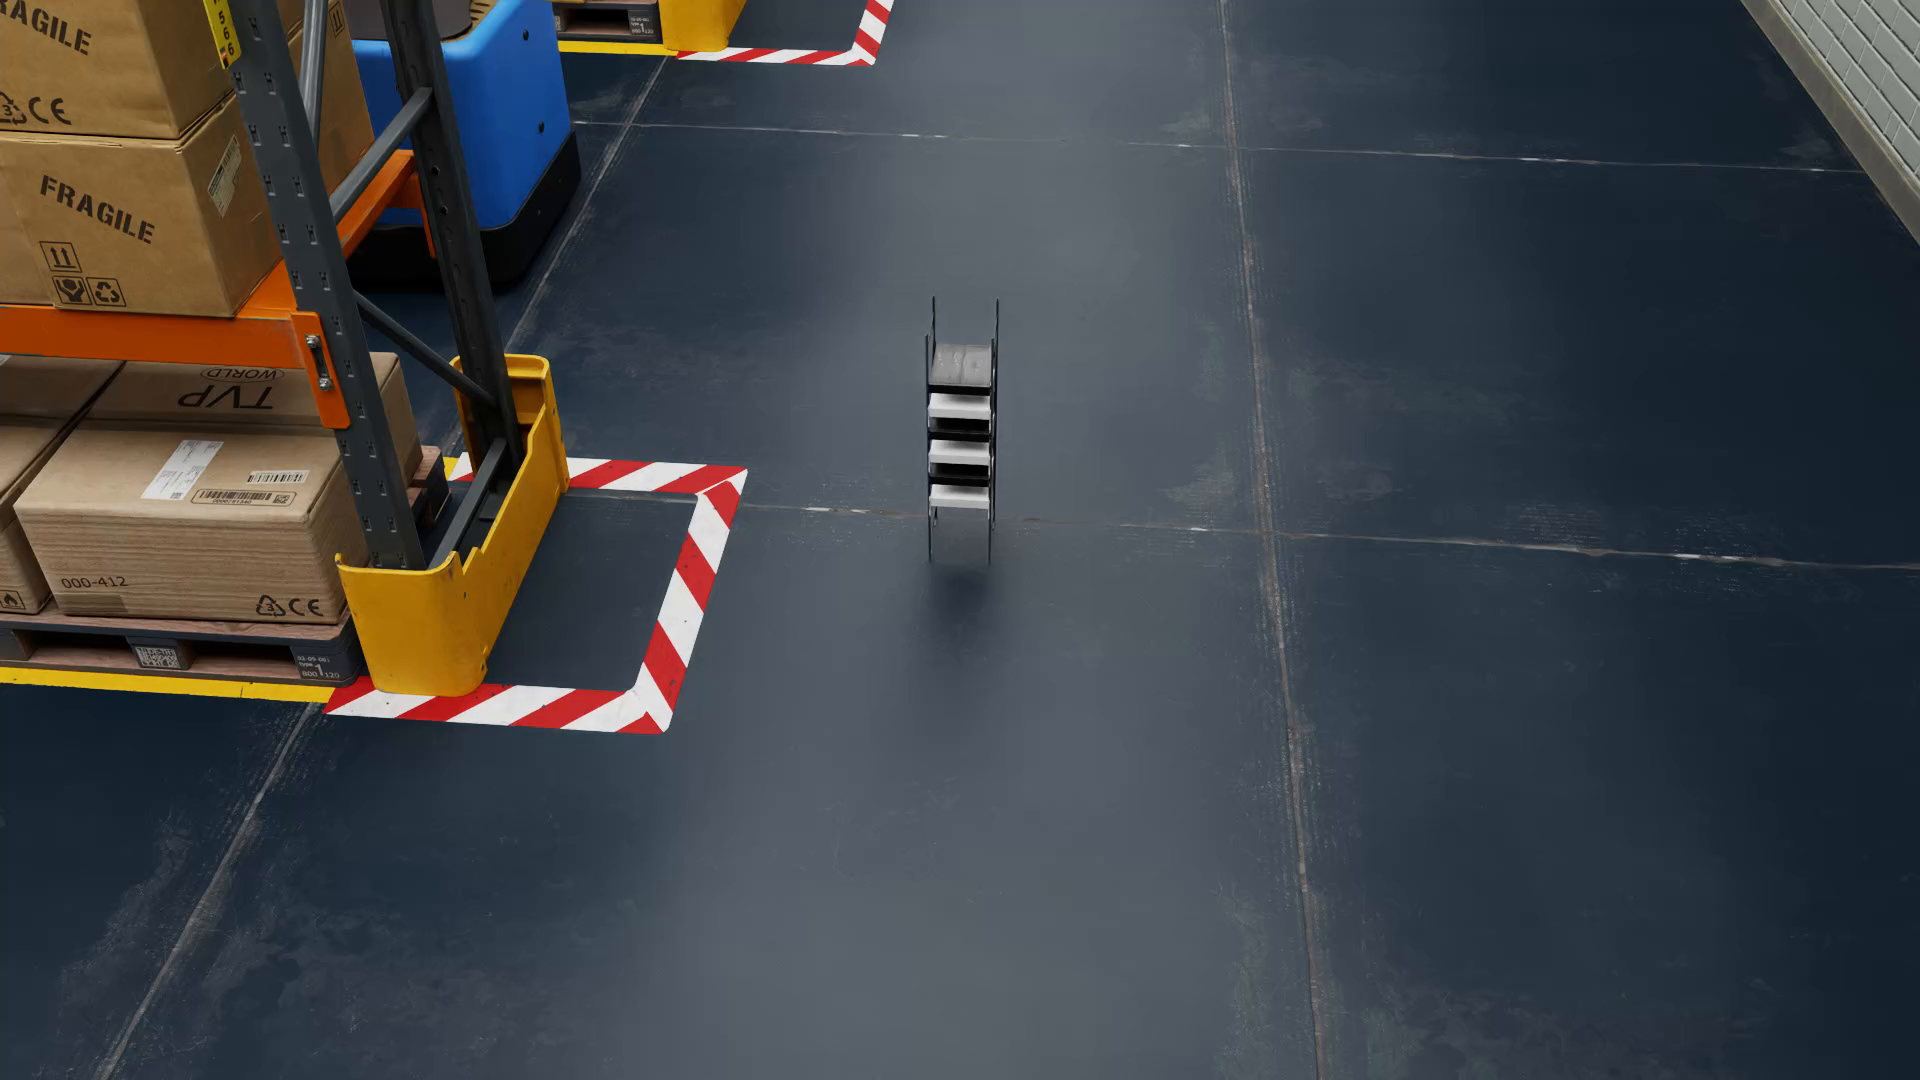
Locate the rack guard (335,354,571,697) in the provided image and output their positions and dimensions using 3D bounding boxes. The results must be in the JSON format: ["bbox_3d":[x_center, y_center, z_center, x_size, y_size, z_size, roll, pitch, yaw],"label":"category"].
[{"bbox_3d":[-1.624,-0.081,5.453,0.348,0.500,1.175,3,39,4],"label":"rack guard"}]

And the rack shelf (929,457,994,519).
[{"bbox_3d":[0.008,-0.183,5.600,0.200,0.077,0.258,3,39,4],"label":"rack shelf"}]

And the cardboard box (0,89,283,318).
[{"bbox_3d":[-2.151,-0.950,4.462,0.500,0.500,0.500,3,39,4],"label":"cardboard box"}]

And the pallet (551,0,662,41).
[{"bbox_3d":[-2.203,-3.159,9.464,1.213,0.211,1.003,3,39,4],"label":"pallet"}]

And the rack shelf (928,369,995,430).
[{"bbox_3d":[0.008,-0.462,5.373,0.200,0.077,0.258,3,39,4],"label":"rack shelf"}]

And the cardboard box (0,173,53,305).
[{"bbox_3d":[-2.650,-0.987,4.507,0.500,0.500,0.500,2,39,3],"label":"cardboard box"}]

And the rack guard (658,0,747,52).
[{"bbox_3d":[-1.397,-3.205,9.291,0.348,0.500,1.175,3,39,4],"label":"rack guard"}]

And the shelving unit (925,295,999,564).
[{"bbox_3d":[0.008,-0.349,5.465,0.210,0.900,0.258,3,39,4],"label":"shelving unit"}]

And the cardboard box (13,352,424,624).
[{"bbox_3d":[-2.314,-0.194,5.309,0.875,0.438,0.875,2,39,2],"label":"cardboard box"}]

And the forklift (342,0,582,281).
[{"bbox_3d":[-3.302,-2.592,6.612,3.031,2.935,1.130,4,39,5],"label":"forklift"}]

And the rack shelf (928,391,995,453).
[{"bbox_3d":[0.008,-0.392,5.430,0.200,0.077,0.258,3,39,4],"label":"rack shelf"}]

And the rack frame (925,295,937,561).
[{"bbox_3d":[-0.093,-0.354,5.472,0.006,0.900,0.240,3,39,4],"label":"rack frame"}]

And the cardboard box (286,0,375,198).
[{"bbox_3d":[-2.101,-1.297,4.888,0.500,0.500,0.500,3,39,3],"label":"cardboard box"}]

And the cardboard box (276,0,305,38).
[{"bbox_3d":[-2.101,-1.683,4.570,0.500,0.500,0.500,2,39,3],"label":"cardboard box"}]

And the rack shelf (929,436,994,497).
[{"bbox_3d":[0.008,-0.253,5.543,0.200,0.077,0.258,3,39,4],"label":"rack shelf"}]

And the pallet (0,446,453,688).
[{"bbox_3d":[-2.451,0.036,5.539,1.213,0.211,1.003,3,39,4],"label":"pallet"}]

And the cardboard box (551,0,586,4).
[{"bbox_3d":[-2.128,-3.075,9.077,0.250,0.149,0.380,4,39,5],"label":"cardboard box"}]

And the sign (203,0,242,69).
[{"bbox_3d":[-1.708,-1.252,3.807,0.005,0.325,0.100,3,39,4],"label":"sign"}]

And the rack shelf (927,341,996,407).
[{"bbox_3d":[0.008,-0.532,5.316,0.200,0.077,0.258,3,39,4],"label":"rack shelf"}]

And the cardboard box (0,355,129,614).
[{"bbox_3d":[-3.226,-0.238,5.363,0.875,0.438,0.875,4,39,5],"label":"cardboard box"}]

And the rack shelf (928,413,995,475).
[{"bbox_3d":[0.008,-0.323,5.486,0.200,0.077,0.258,3,39,4],"label":"rack shelf"}]

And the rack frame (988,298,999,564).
[{"bbox_3d":[0.109,-0.343,5.459,0.006,0.900,0.240,3,39,4],"label":"rack frame"}]

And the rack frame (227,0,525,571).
[{"bbox_3d":[-1.647,-1.051,4.665,0.127,3.000,1.000,3,39,4],"label":"rack frame"}]

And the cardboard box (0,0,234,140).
[{"bbox_3d":[-2.148,-1.354,4.167,0.500,0.500,0.500,4,39,5],"label":"cardboard box"}]

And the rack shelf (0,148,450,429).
[{"bbox_3d":[-3.640,-0.881,5.026,4.000,0.370,1.077,3,39,4],"label":"rack shelf"}]
